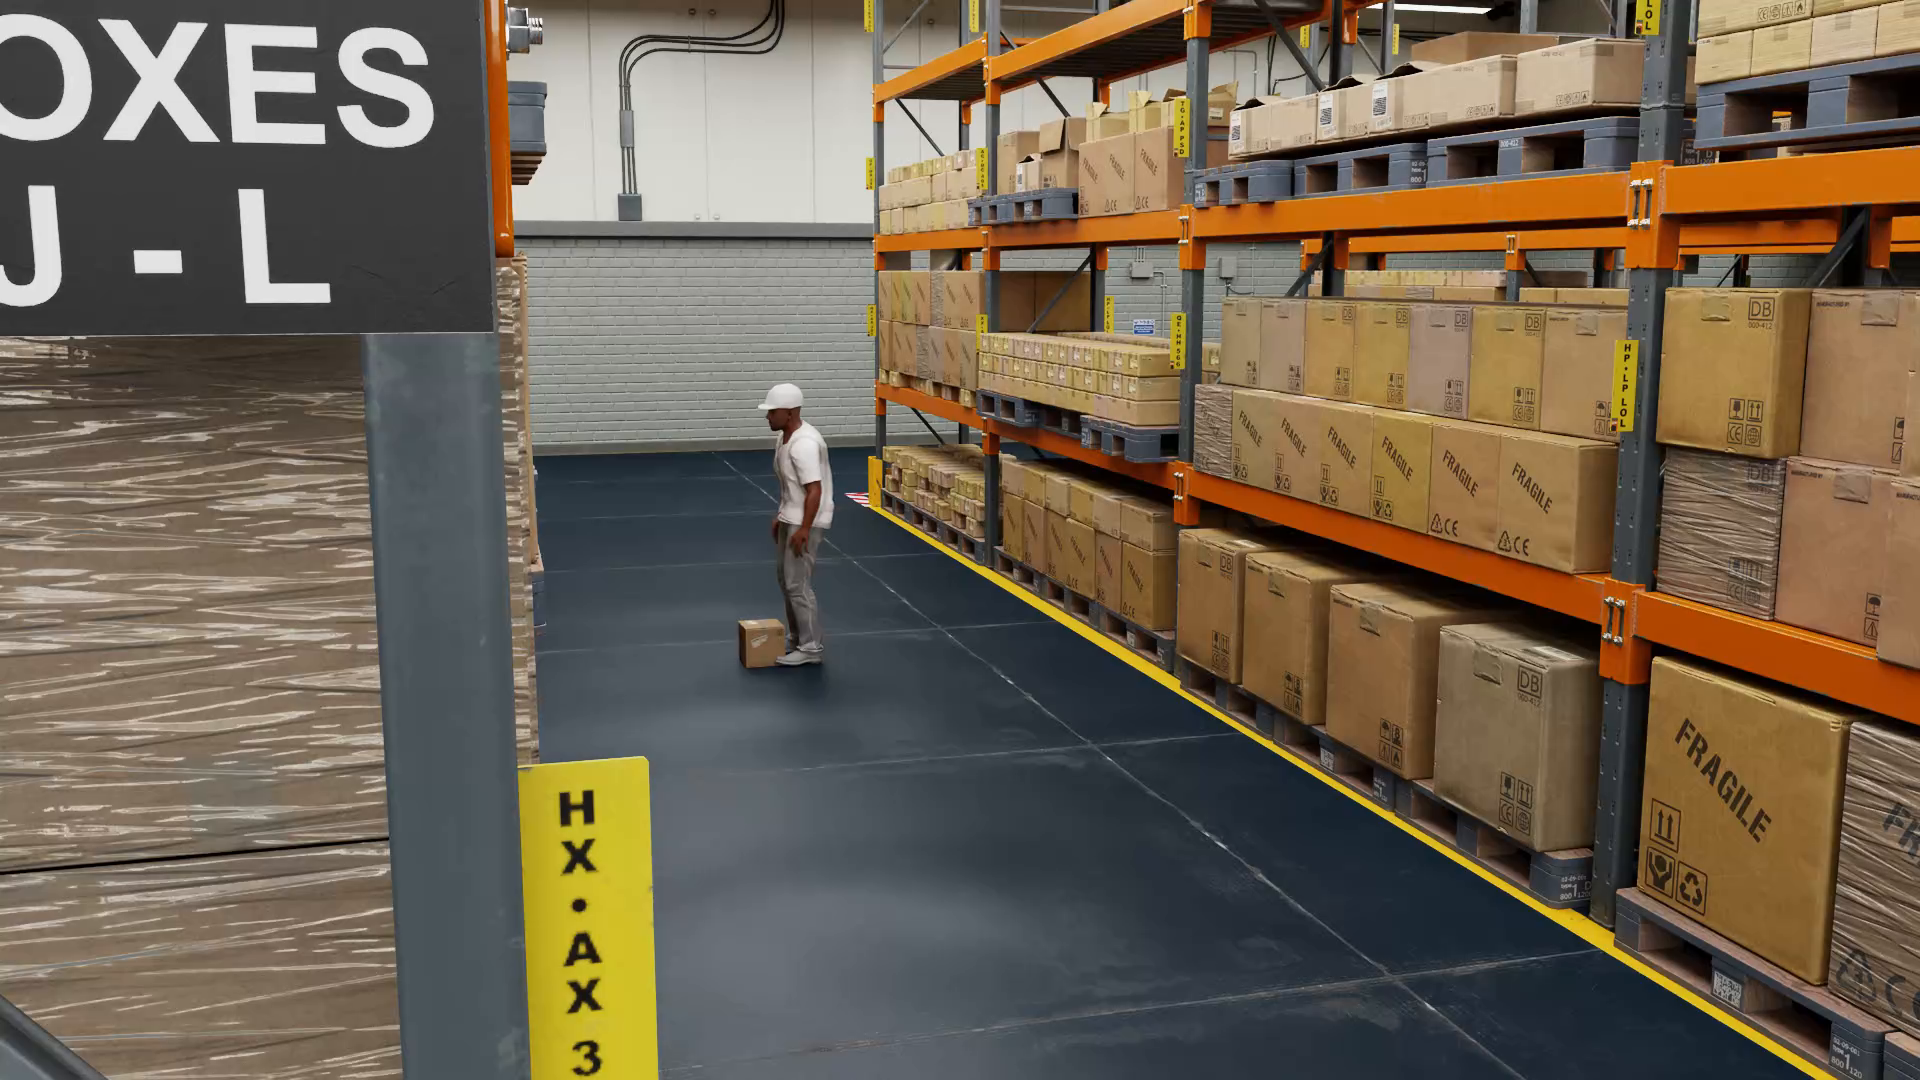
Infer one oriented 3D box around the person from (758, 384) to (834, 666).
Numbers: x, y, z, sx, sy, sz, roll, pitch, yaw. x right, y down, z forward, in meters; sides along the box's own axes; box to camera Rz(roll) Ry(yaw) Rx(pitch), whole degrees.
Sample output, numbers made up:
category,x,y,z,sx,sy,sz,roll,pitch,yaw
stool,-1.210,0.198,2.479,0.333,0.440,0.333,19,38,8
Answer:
category,x,y,z,sx,sy,sz,roll,pitch,yaw
person,-1.036,-0.103,10.451,0.454,1.761,0.636,-3,10,-19
